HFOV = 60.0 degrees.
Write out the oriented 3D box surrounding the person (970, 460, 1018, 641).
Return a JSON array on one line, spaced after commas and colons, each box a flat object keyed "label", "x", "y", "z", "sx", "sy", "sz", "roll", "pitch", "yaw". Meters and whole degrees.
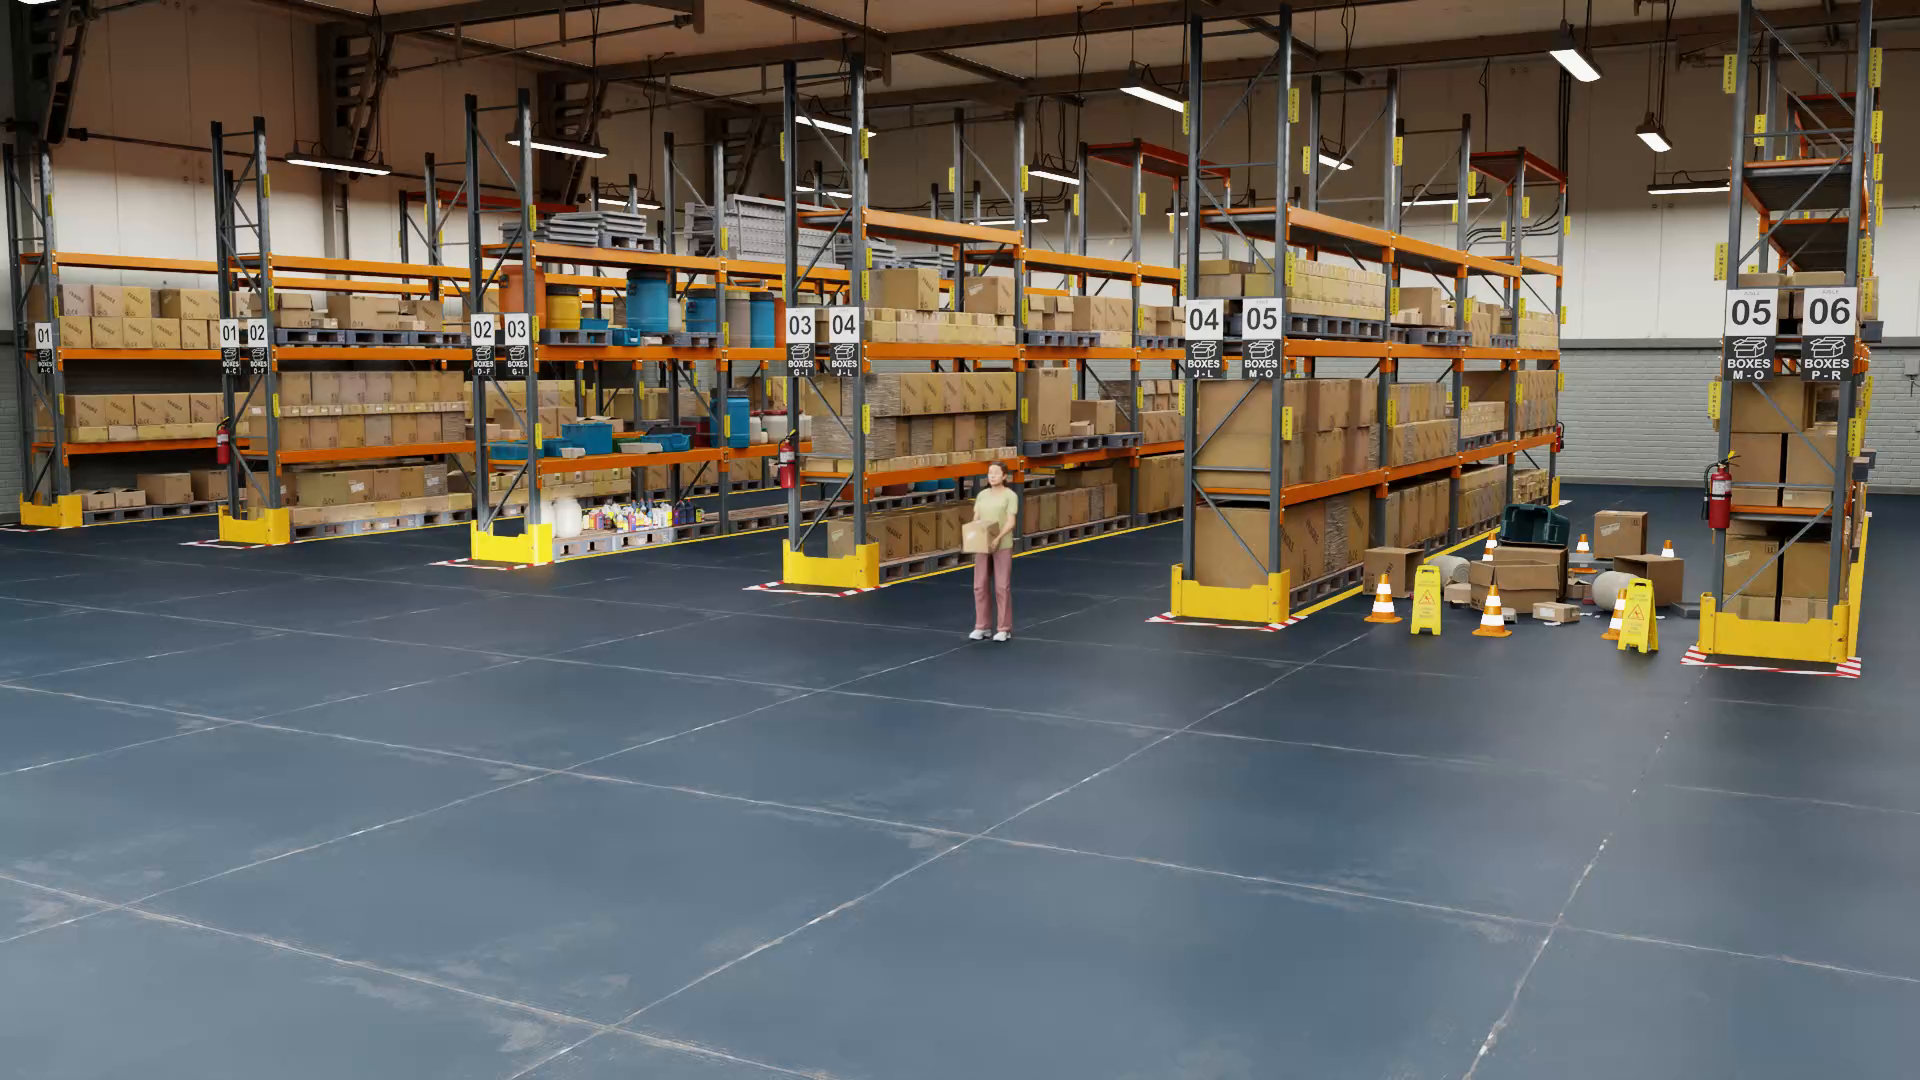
[{"label": "person", "x": 0.294, "y": 0.096, "z": 15.423, "sx": 0.452, "sy": 1.672, "sz": 0.523, "roll": 3, "pitch": 7, "yaw": 28}]
